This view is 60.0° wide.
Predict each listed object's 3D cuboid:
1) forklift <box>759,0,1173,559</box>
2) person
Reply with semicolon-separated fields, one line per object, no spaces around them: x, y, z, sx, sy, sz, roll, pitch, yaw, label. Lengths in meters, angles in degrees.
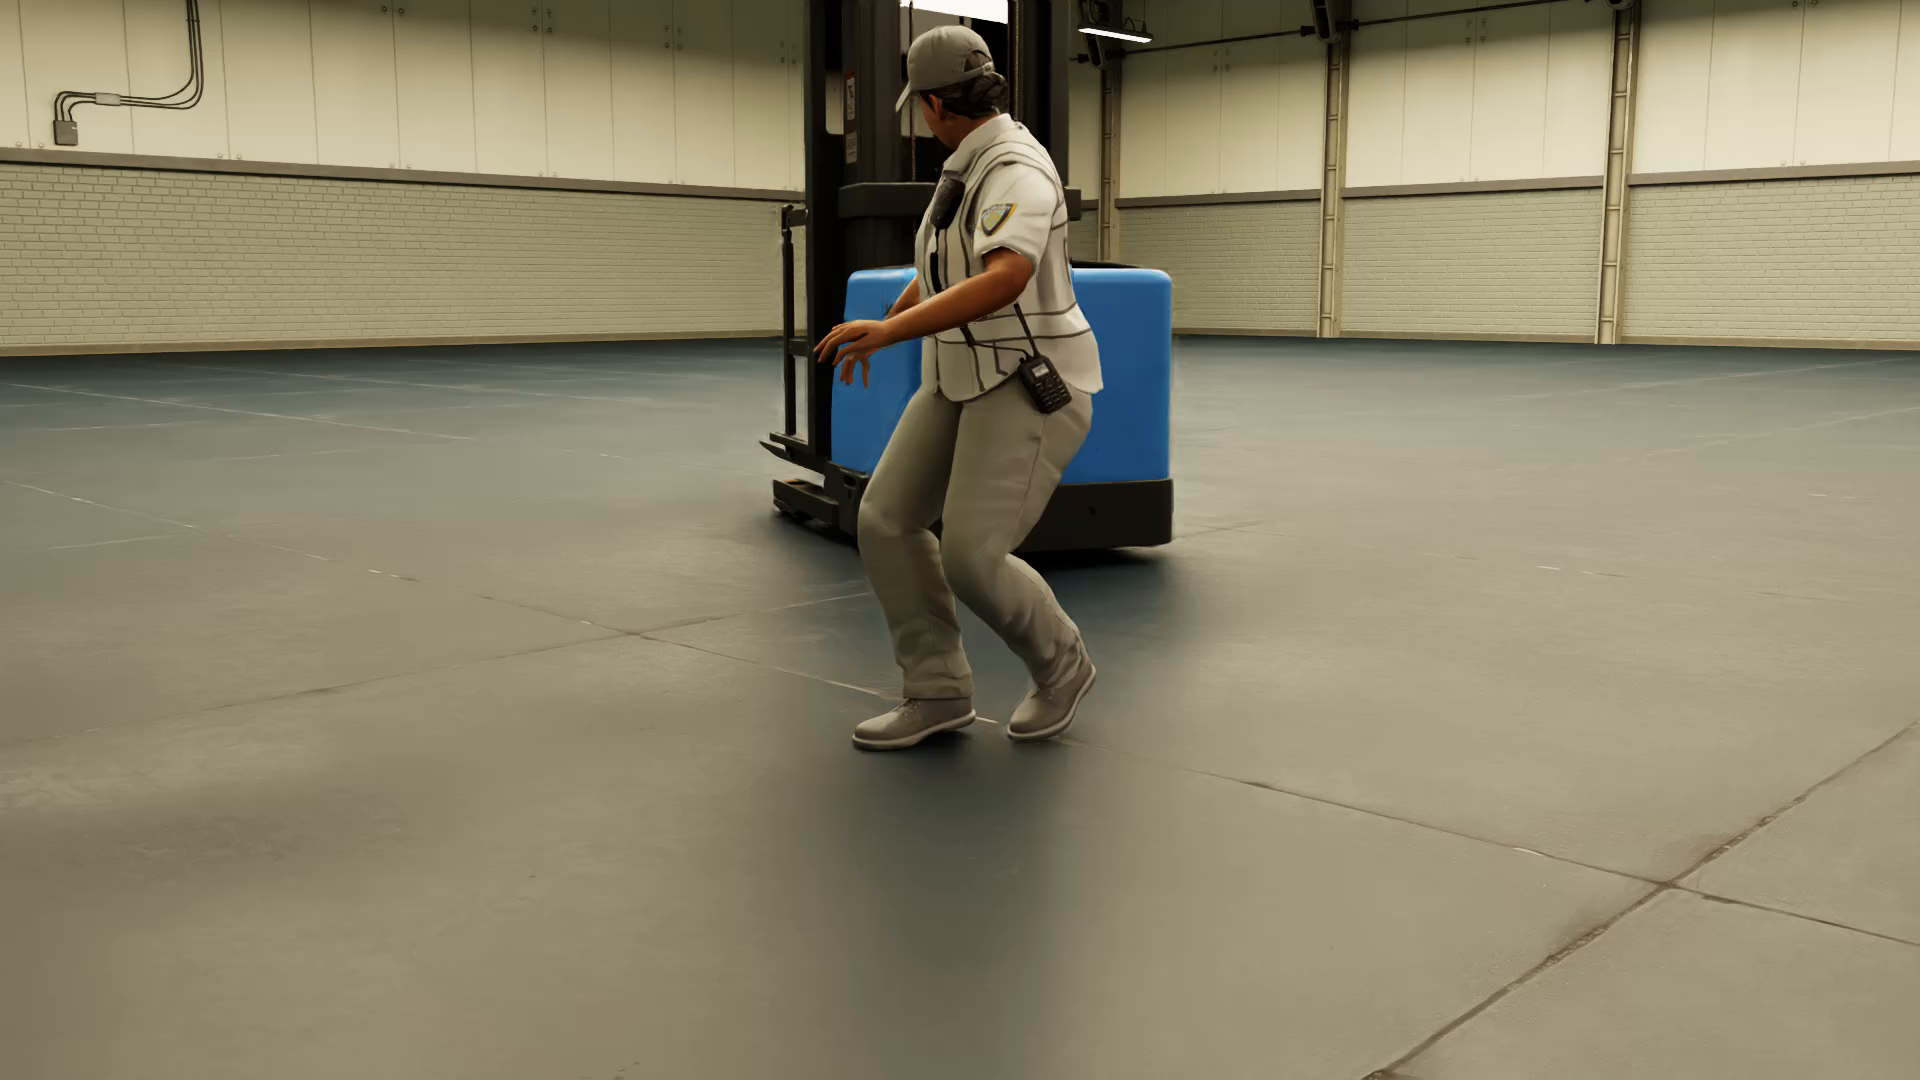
-0.197;-1.549;7.160;1.130;2.935;3.031;-3;9;-20;forklift
-0.052;-0.324;3.654;0.743;1.554;0.779;-5;10;-28;person
